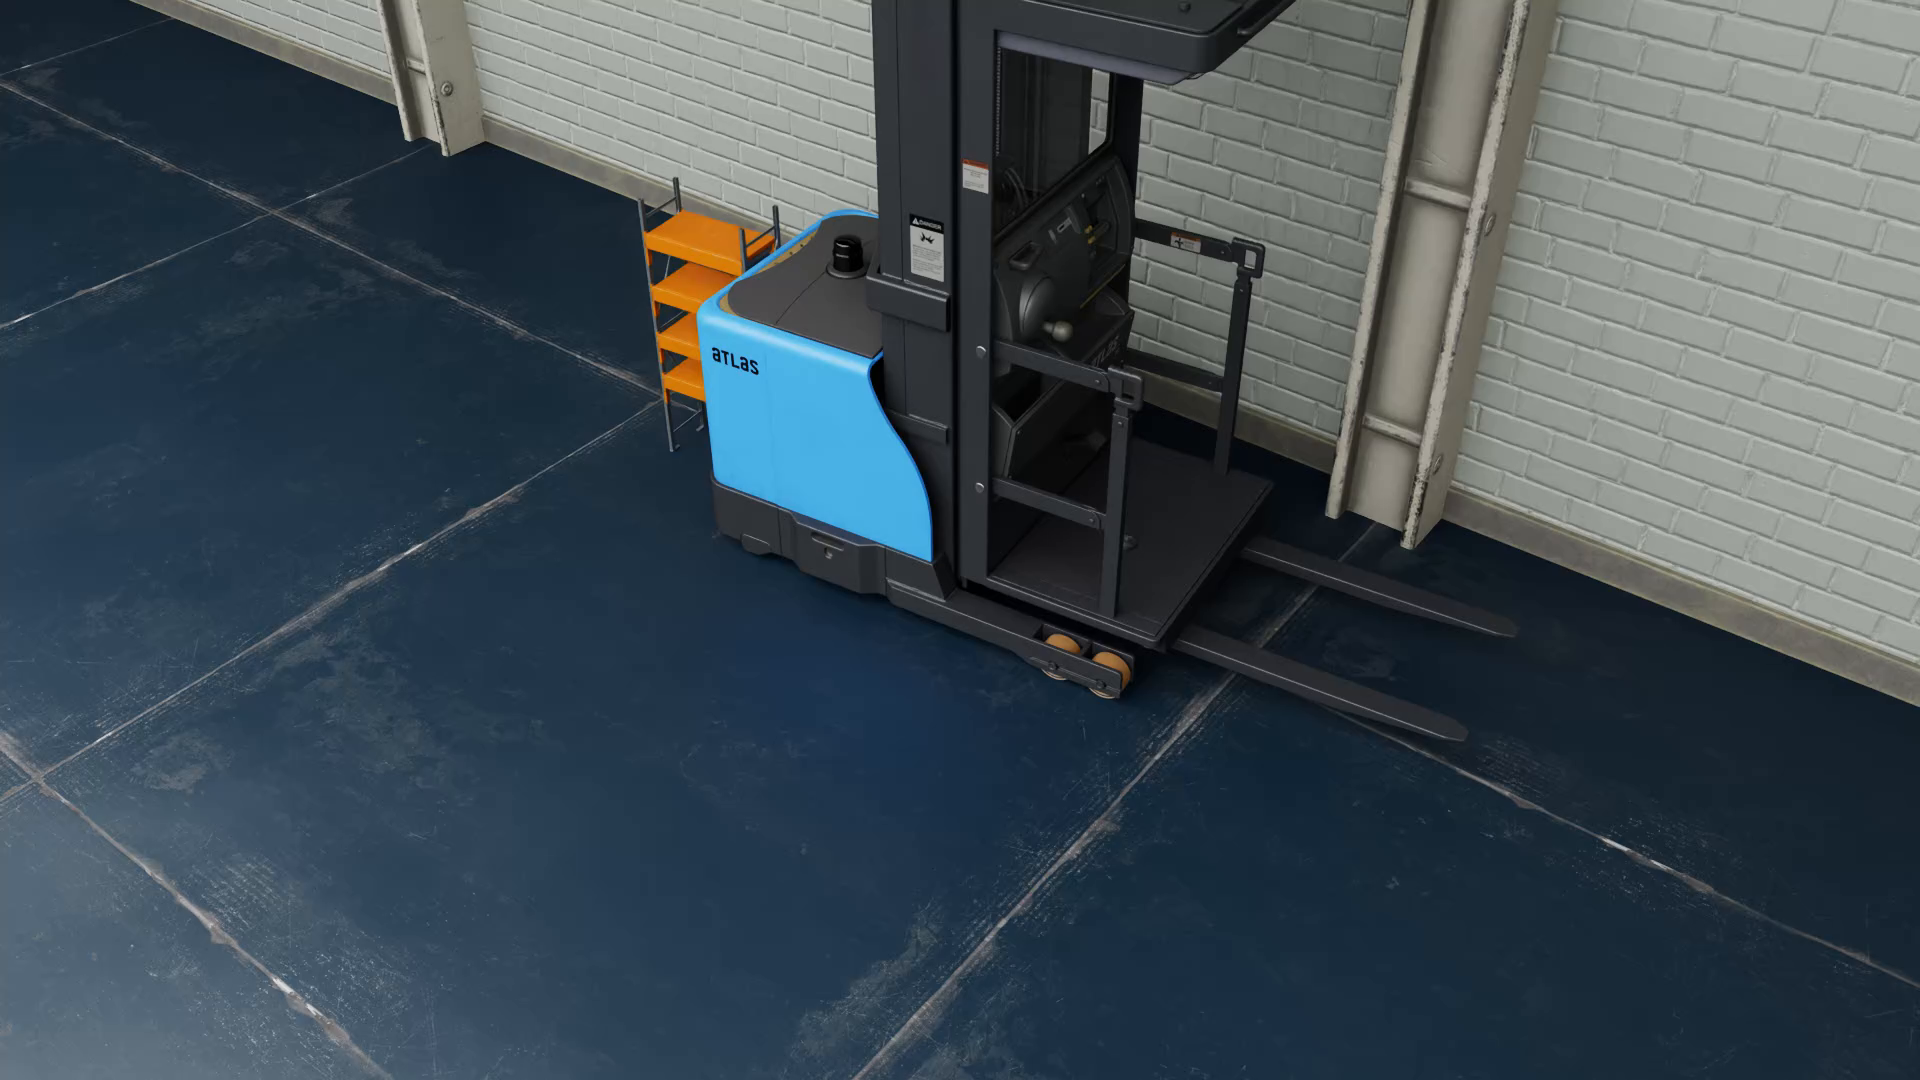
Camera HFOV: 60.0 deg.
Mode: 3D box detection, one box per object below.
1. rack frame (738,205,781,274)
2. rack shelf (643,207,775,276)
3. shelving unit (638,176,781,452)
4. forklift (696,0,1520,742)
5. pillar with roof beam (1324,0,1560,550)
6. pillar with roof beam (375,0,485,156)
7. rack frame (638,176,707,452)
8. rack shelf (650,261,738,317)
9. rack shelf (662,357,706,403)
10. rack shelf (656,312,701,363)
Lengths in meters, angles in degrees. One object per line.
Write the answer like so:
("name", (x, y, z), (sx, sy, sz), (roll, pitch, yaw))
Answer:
("rack frame", (-0.774, -0.768, 6.757), (0.015, 1.200, 0.240), (20, 42, 23))
("rack shelf", (-0.984, -1.153, 6.612), (0.480, 0.148, 0.258), (20, 42, 23))
("shelving unit", (-0.984, -0.844, 6.854), (0.503, 1.200, 0.258), (20, 42, 23))
("forklift", (0.543, -0.957, 5.595), (3.031, 2.935, 1.130), (20, 42, 23))
("pillar with roof beam", (-0.858, -1.542, 1.420), (0.400, 9.000, 9.100), (25, 45, 29))
("pillar with roof beam", (-5.624, -3.789, 4.290), (0.400, 9.000, 9.100), (25, 45, 29))
("rack frame", (-1.195, -0.920, 6.951), (0.015, 1.200, 0.240), (20, 42, 23))
("rack shelf", (-0.984, -0.967, 6.758), (0.480, 0.148, 0.258), (20, 42, 23))
("rack shelf", (-0.984, -0.634, 7.018), (0.480, 0.148, 0.258), (20, 42, 23))
("rack shelf", (-0.984, -0.791, 6.896), (0.480, 0.148, 0.258), (20, 42, 23))
